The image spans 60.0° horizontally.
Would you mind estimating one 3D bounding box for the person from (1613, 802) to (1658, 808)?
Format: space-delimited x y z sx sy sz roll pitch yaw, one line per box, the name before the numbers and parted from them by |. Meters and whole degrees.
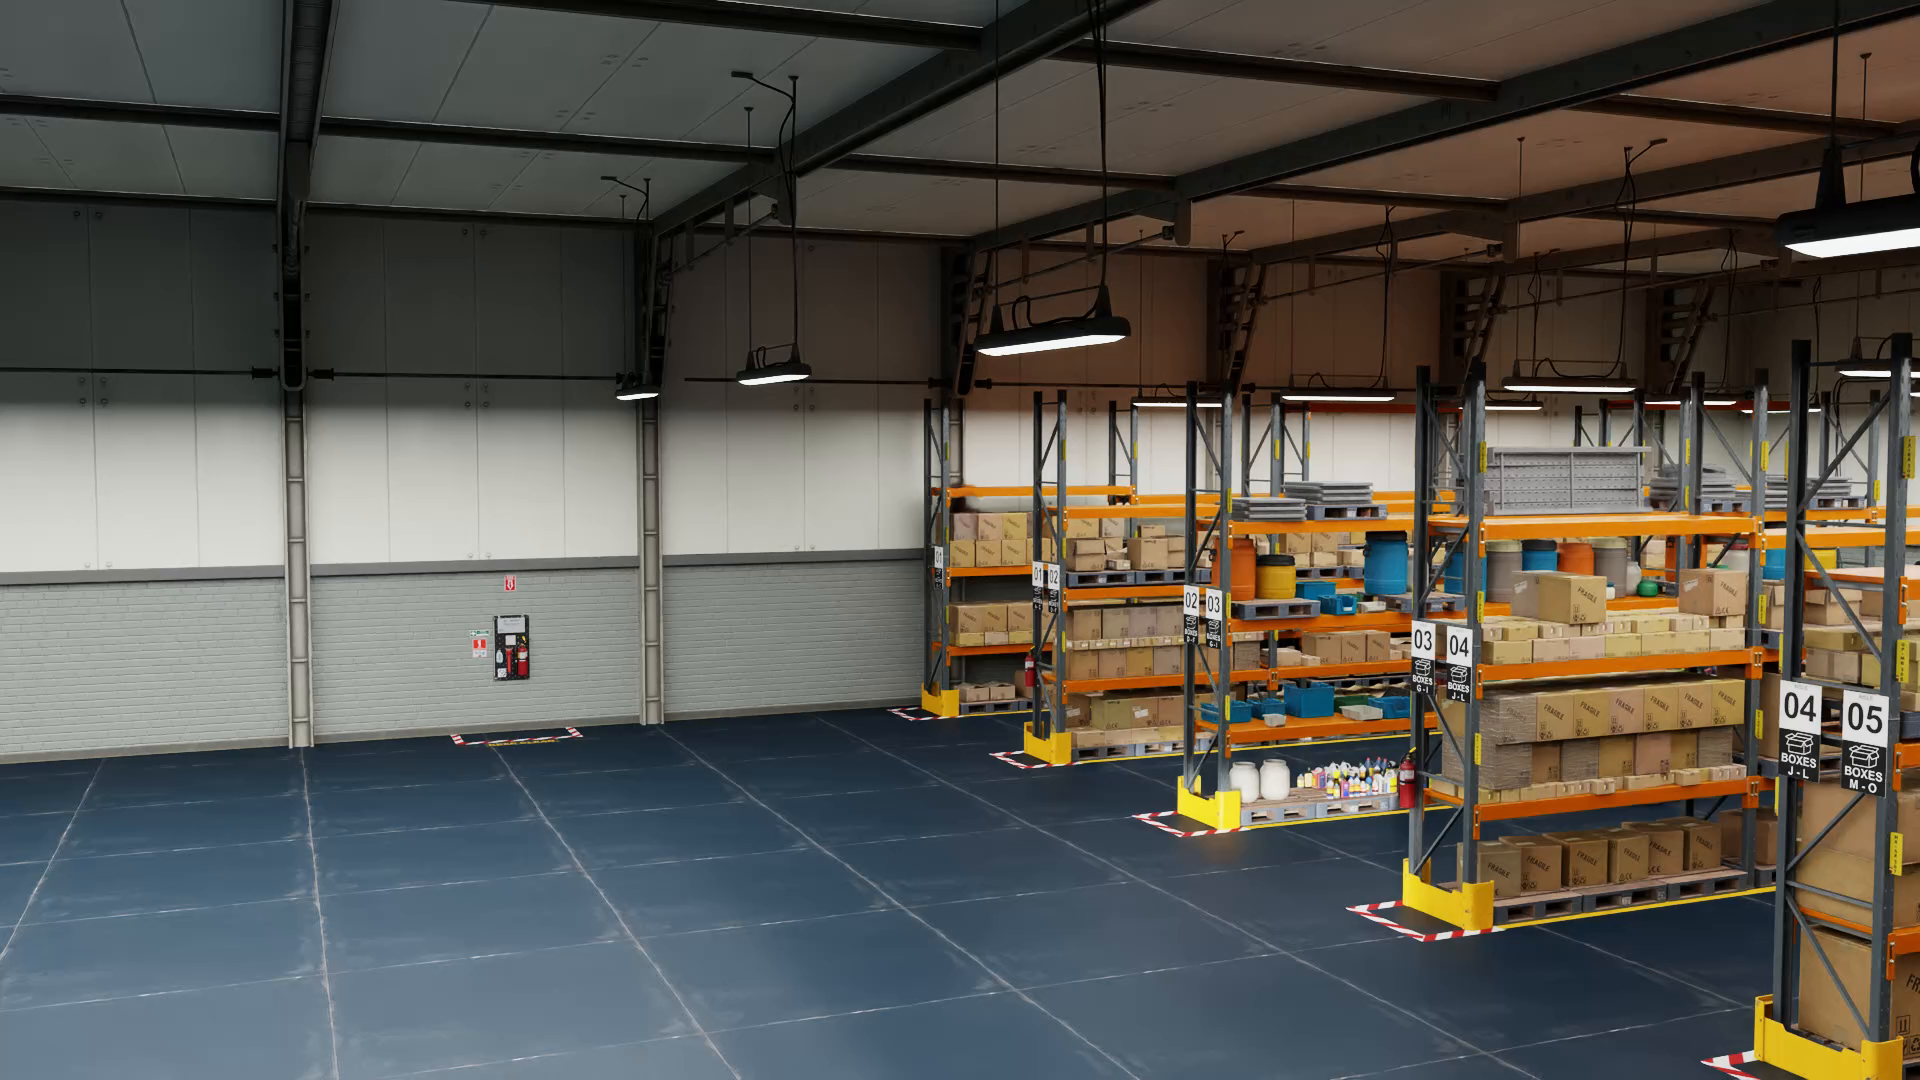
person | 9.637 2.945 23.526 0.888 1.810 0.523 -1 4 -21
